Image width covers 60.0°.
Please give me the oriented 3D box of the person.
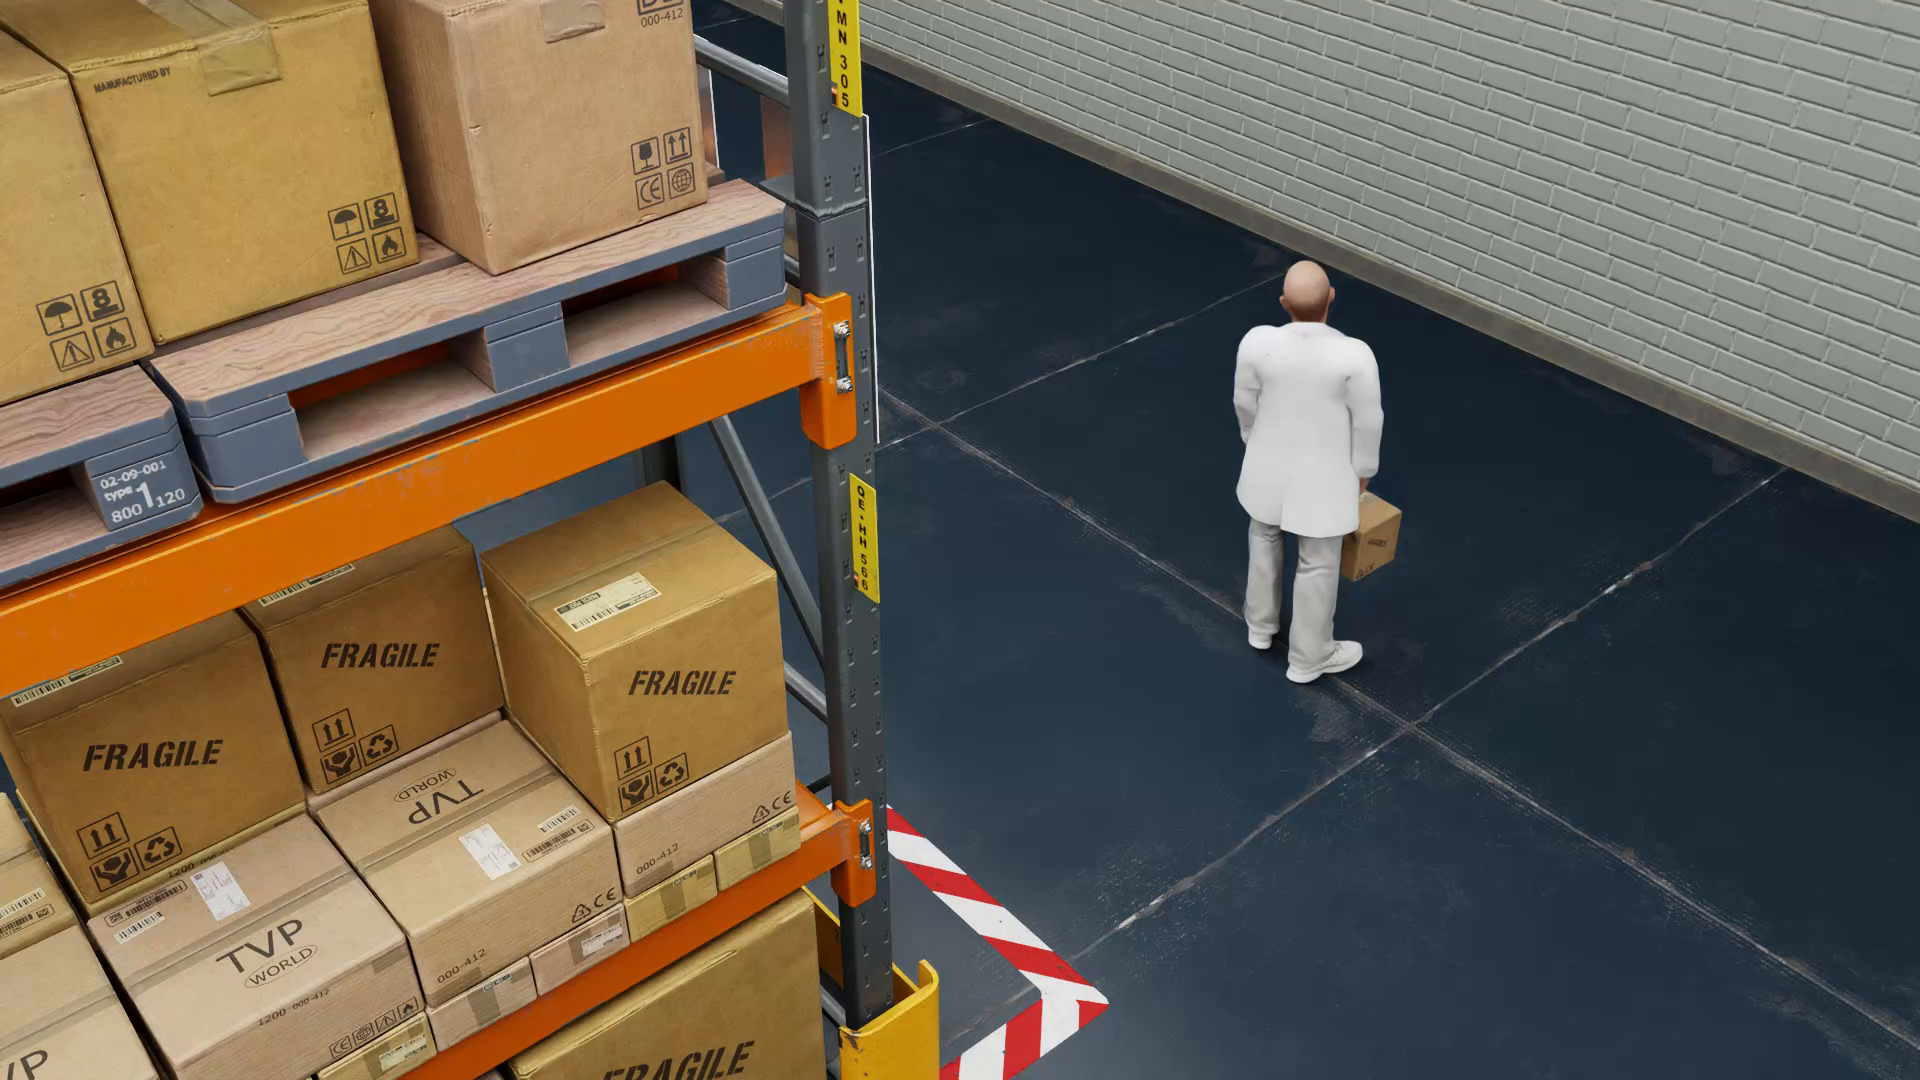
[{"bbox_3d":[1.381,-0.280,6.555,0.650,1.773,0.507,16,39,22],"label":"person"}]
